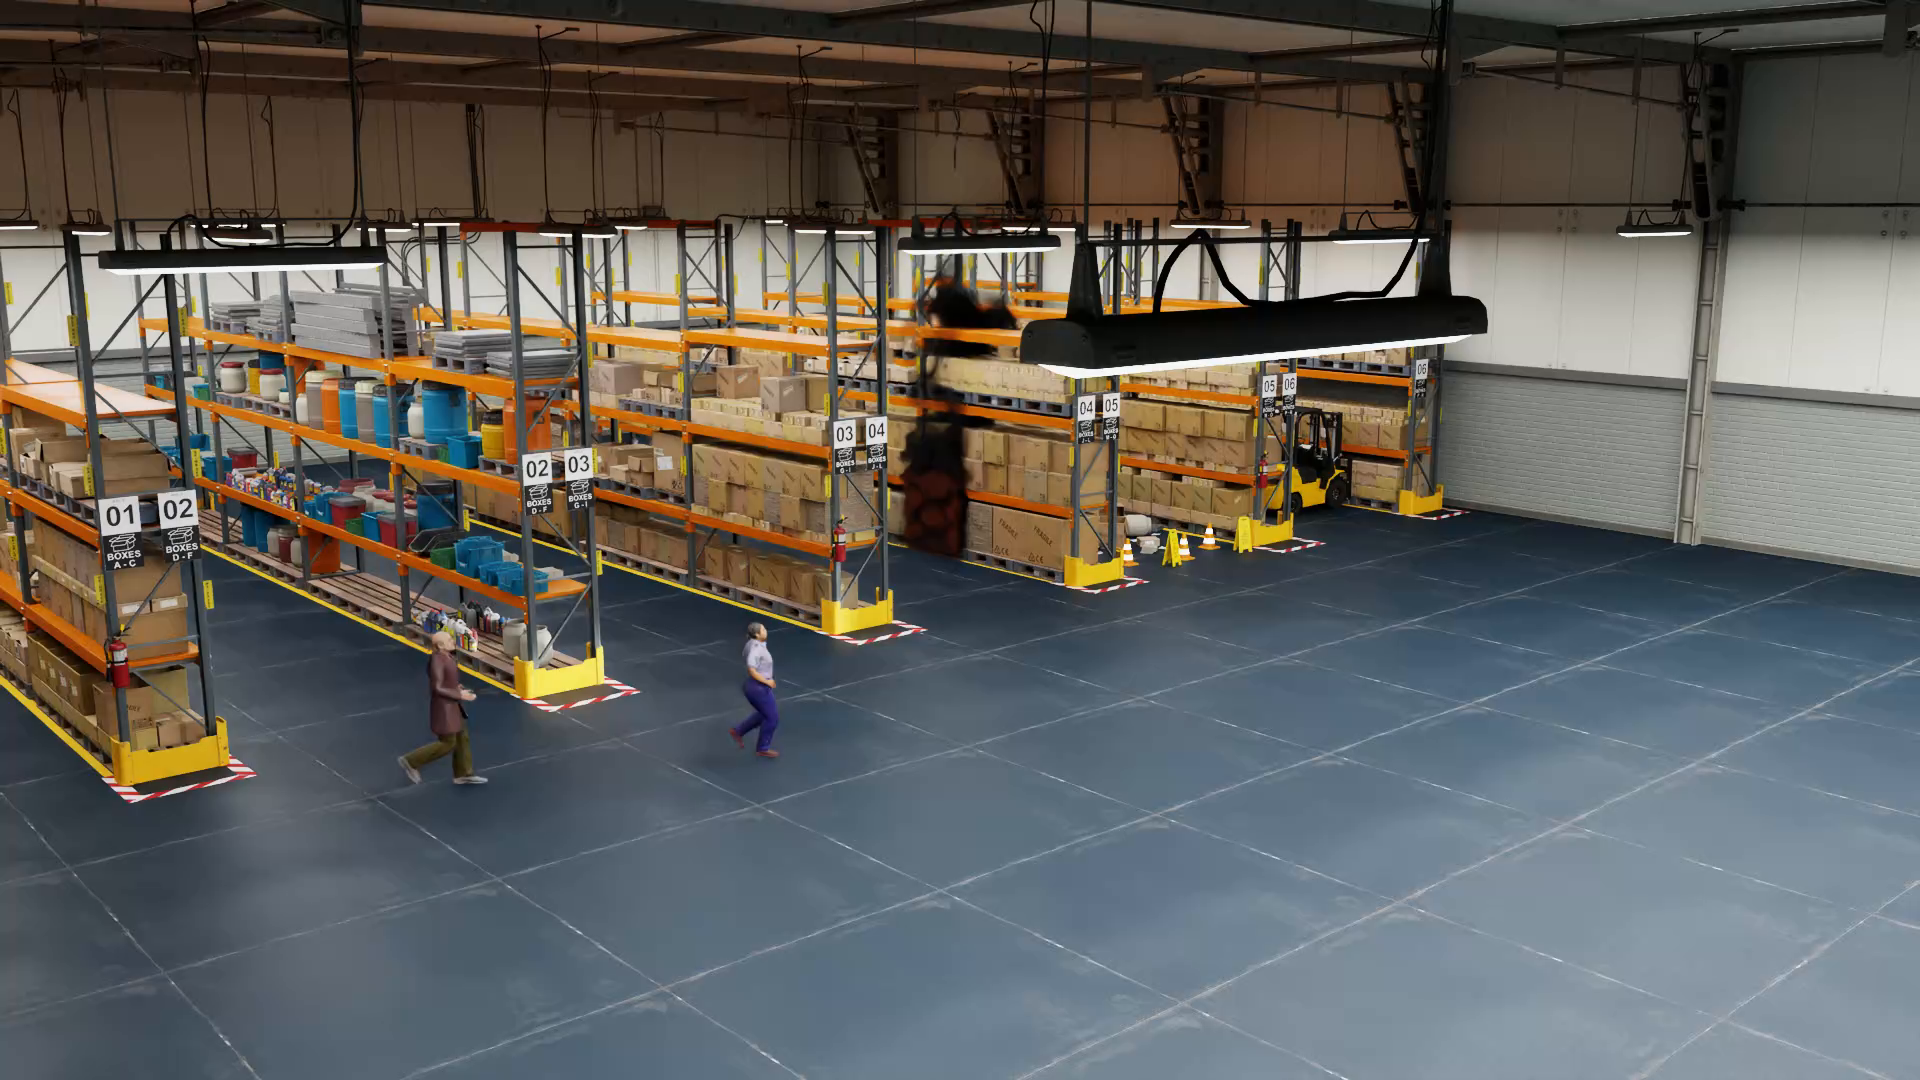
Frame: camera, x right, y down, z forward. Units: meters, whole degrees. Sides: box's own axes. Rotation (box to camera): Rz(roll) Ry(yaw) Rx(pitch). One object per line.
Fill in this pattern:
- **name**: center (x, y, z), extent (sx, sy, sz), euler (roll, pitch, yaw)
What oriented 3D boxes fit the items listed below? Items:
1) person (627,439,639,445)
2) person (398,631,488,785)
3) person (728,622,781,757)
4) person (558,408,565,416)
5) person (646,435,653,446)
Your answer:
- **person**: center (-6.528, -1.202, 33.528), extent (0.649, 1.673, 0.583), euler (9, 14, 37)
- **person**: center (-5.707, 1.864, 18.251), extent (0.920, 1.778, 0.718), euler (-3, 12, -14)
- **person**: center (-2.385, 1.743, 19.218), extent (0.594, 1.612, 0.615), euler (-3, 12, -14)
- **person**: center (-9.537, -2.471, 39.959), extent (0.649, 1.690, 0.758), euler (6, 13, 26)
- **person**: center (-7.678, -2.760, 41.267), extent (0.847, 1.686, 0.600), euler (8, 14, 33)
